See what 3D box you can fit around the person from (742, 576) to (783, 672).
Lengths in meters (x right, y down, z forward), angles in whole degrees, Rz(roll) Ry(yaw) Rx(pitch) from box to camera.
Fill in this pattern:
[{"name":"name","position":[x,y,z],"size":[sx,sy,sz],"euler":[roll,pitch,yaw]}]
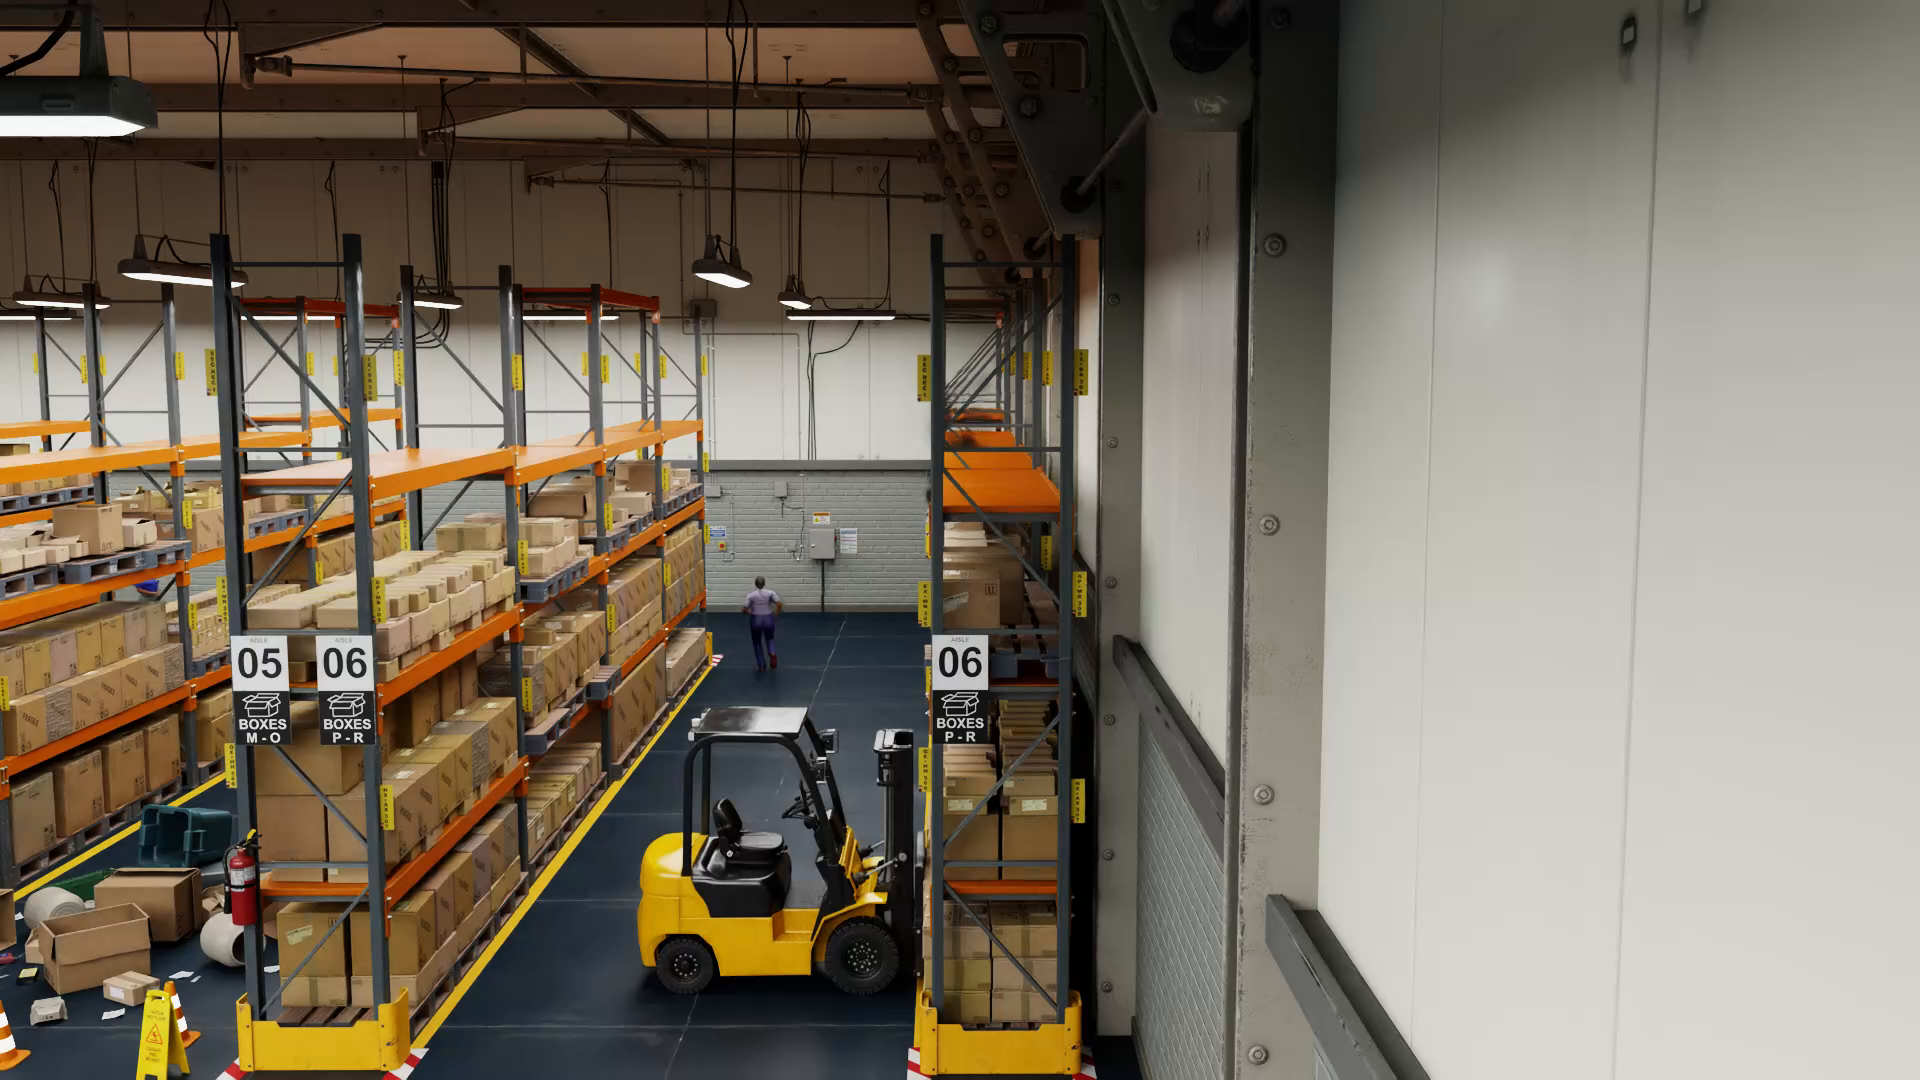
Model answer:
[{"name":"person","position":[-3.258,1.366,27.279],"size":[0.641,1.591,0.510],"euler":[-2,7,-17]}]

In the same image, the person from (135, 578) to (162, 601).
[{"name":"person","position":[-14.272,1.124,29.276],"size":[0.819,1.691,0.579],"euler":[2,7,14]}]
